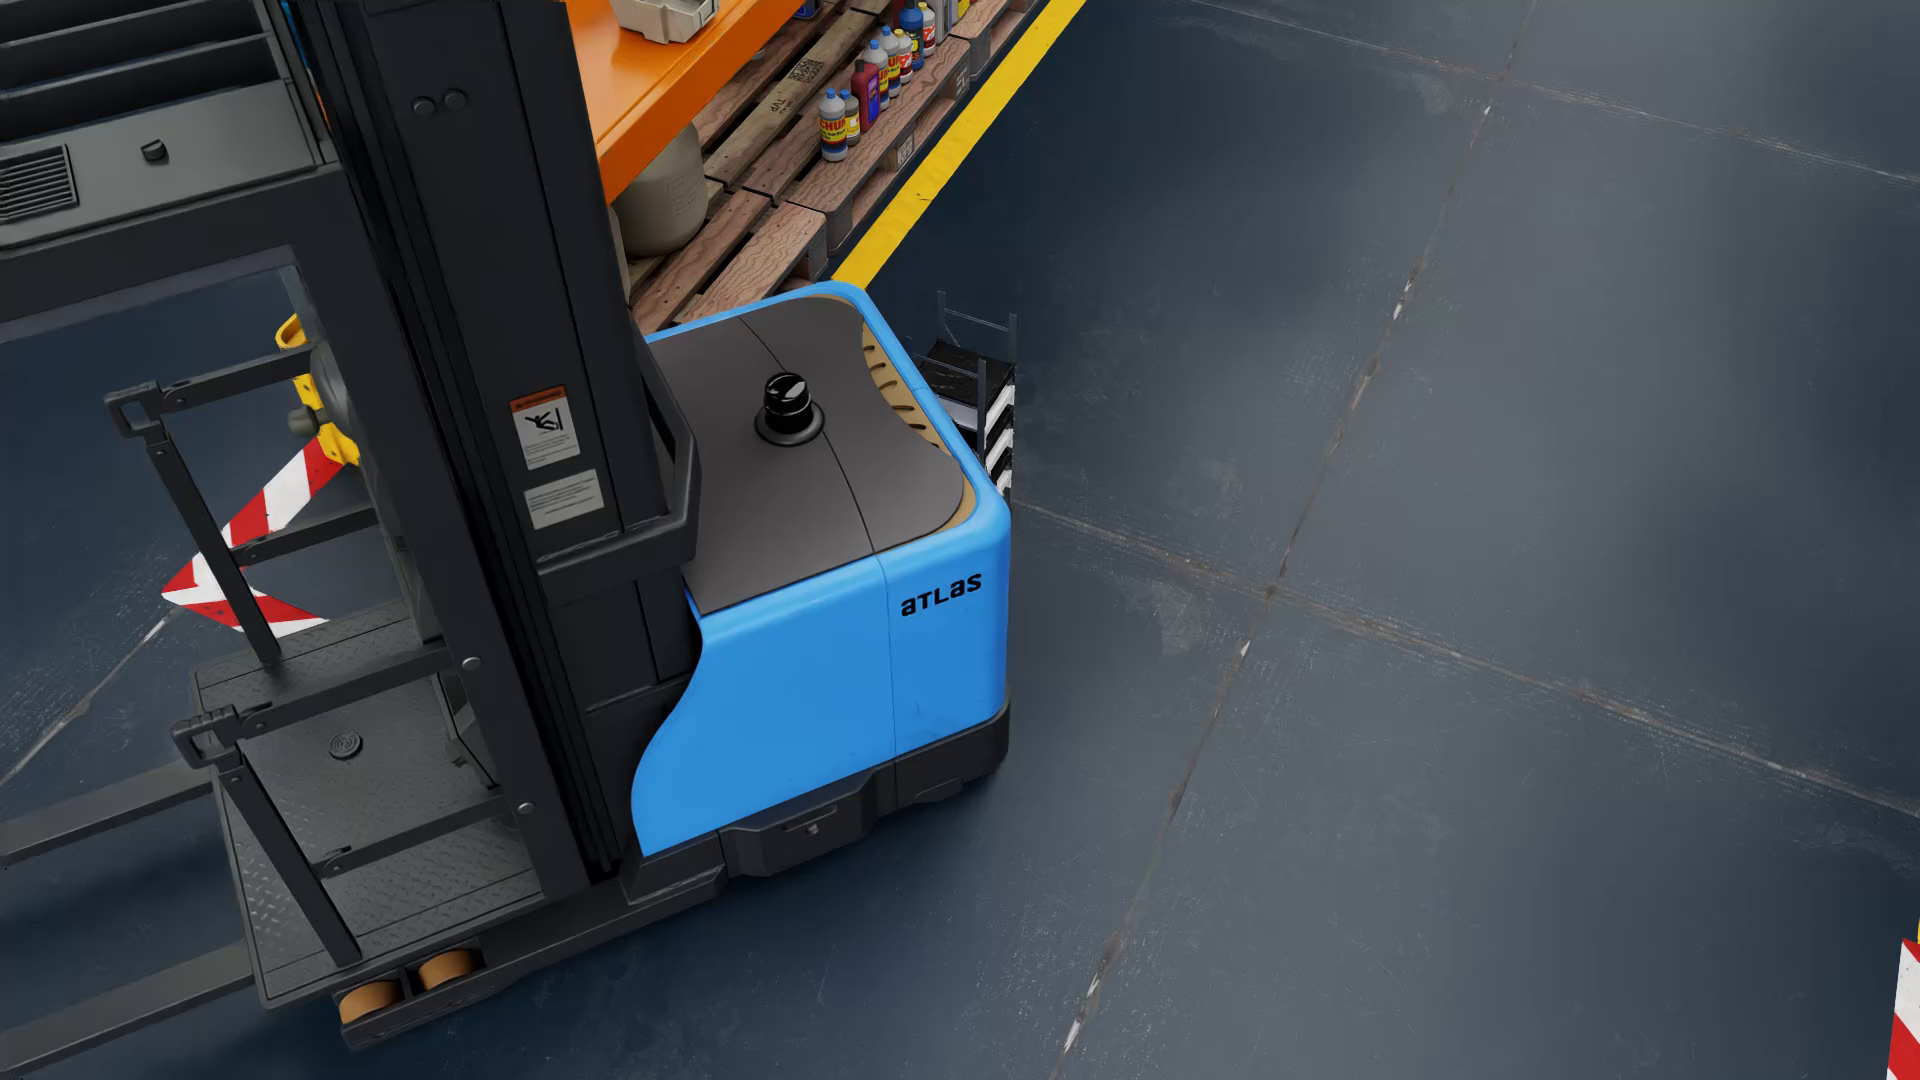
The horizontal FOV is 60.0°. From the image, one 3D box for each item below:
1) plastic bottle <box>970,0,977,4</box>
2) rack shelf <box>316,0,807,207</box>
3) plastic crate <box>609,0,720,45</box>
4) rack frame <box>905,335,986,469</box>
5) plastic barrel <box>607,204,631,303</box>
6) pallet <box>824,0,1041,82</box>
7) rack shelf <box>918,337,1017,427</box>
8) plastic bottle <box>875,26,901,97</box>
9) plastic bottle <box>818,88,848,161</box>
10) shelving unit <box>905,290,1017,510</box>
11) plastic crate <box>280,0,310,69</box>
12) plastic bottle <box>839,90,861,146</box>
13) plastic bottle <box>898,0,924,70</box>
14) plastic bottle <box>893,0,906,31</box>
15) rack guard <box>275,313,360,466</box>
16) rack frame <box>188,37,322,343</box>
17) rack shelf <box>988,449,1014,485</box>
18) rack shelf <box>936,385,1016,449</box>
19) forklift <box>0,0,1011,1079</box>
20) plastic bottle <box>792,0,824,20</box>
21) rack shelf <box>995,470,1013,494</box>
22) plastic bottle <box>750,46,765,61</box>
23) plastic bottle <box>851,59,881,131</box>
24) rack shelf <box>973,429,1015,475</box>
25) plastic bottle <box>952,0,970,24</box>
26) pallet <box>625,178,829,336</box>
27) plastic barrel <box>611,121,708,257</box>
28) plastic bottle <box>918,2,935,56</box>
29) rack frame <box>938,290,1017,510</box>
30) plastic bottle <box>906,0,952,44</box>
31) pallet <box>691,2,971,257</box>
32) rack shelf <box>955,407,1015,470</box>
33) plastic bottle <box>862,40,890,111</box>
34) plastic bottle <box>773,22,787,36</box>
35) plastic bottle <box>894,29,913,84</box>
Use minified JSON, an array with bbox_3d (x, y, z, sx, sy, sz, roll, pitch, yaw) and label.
[{"bbox_3d":[0.059,-2.343,6.769,0.061,0.283,0.133,23,53,18],"label":"plastic bottle"},{"bbox_3d":[-0.667,-2.266,5.681,1.077,0.370,4.000,20,52,16],"label":"rack shelf"},{"bbox_3d":[-0.849,-1.548,4.770,0.298,0.136,0.250,20,52,16],"label":"plastic crate"},{"bbox_3d":[-0.040,-0.227,4.852,0.240,0.900,0.006,20,52,16],"label":"rack frame"},{"bbox_3d":[-1.310,-0.929,5.429,0.421,0.512,0.421,0,50,0],"label":"plastic barrel"},{"bbox_3d":[-0.138,-2.523,7.259,1.003,0.211,1.213,20,52,16],"label":"pallet"},{"bbox_3d":[0.003,-0.451,4.732,0.258,0.077,0.200,20,52,16],"label":"rack shelf"},{"bbox_3d":[-0.276,-1.832,6.342,0.097,0.271,0.097,0,50,0],"label":"plastic bottle"},{"bbox_3d":[-0.465,-1.527,6.082,0.097,0.271,0.097,0,50,0],"label":"plastic bottle"},{"bbox_3d":[0.003,-0.297,4.912,0.258,0.900,0.210,20,52,16],"label":"shelving unit"},{"bbox_3d":[-1.578,-1.515,4.668,0.499,0.251,0.616,20,52,16],"label":"plastic crate"},{"bbox_3d":[-0.421,-1.576,6.170,0.097,0.201,0.097,0,50,0],"label":"plastic bottle"},{"bbox_3d":[-0.190,-1.971,6.461,0.097,0.271,0.097,0,50,0],"label":"plastic bottle"},{"bbox_3d":[-0.217,-2.170,6.622,0.061,0.283,0.133,20,52,16],"label":"plastic bottle"},{"bbox_3d":[-1.532,-0.379,5.244,1.175,0.500,0.348,20,52,16],"label":"rack guard"},{"bbox_3d":[-1.522,-1.122,4.235,1.000,3.000,0.127,20,52,16],"label":"rack frame"},{"bbox_3d":[0.003,-0.217,5.006,0.258,0.077,0.200,20,52,16],"label":"rack shelf"},{"bbox_3d":[0.003,-0.392,4.800,0.258,0.077,0.200,20,52,16],"label":"rack shelf"},{"bbox_3d":[-1.421,-0.155,3.457,3.031,2.935,1.130,-20,52,-16],"label":"forklift"},{"bbox_3d":[-0.651,-2.261,6.704,0.152,0.276,0.135,20,52,16],"label":"plastic bottle"},{"bbox_3d":[0.003,-0.159,5.075,0.258,0.077,0.200,20,52,16],"label":"rack shelf"},{"bbox_3d":[-0.821,-1.997,6.528,0.097,0.201,0.097,0,50,0],"label":"plastic bottle"},{"bbox_3d":[-0.352,-1.681,6.205,0.061,0.283,0.133,21,53,17],"label":"plastic bottle"},{"bbox_3d":[0.003,-0.276,4.937,0.258,0.077,0.200,20,52,16],"label":"rack shelf"},{"bbox_3d":[-0.047,-2.268,6.661,0.144,0.351,0.185,19,52,16],"label":"plastic bottle"},{"bbox_3d":[-1.180,-0.843,5.829,1.003,0.211,1.213,20,52,16],"label":"pallet"},{"bbox_3d":[-1.096,-1.275,5.723,0.421,0.512,0.421,0,50,0],"label":"plastic barrel"},{"bbox_3d":[-0.146,-2.019,6.547,0.097,0.201,0.097,0,50,0],"label":"plastic bottle"},{"bbox_3d":[0.047,-0.367,4.972,0.240,0.900,0.006,20,52,16],"label":"rack frame"},{"bbox_3d":[-0.120,-2.133,6.595,0.152,0.276,0.135,21,53,17],"label":"plastic bottle"},{"bbox_3d":[-0.657,-1.680,6.541,1.003,0.211,1.213,20,52,16],"label":"pallet"},{"bbox_3d":[0.003,-0.334,4.869,0.258,0.077,0.200,20,52,16],"label":"rack shelf"},{"bbox_3d":[-0.319,-1.763,6.283,0.097,0.271,0.097,0,50,0],"label":"plastic bottle"},{"bbox_3d":[-0.747,-2.131,6.642,0.097,0.201,0.097,0,50,0],"label":"plastic bottle"},{"bbox_3d":[-0.234,-1.877,6.427,0.097,0.201,0.097,0,50,0],"label":"plastic bottle"}]
